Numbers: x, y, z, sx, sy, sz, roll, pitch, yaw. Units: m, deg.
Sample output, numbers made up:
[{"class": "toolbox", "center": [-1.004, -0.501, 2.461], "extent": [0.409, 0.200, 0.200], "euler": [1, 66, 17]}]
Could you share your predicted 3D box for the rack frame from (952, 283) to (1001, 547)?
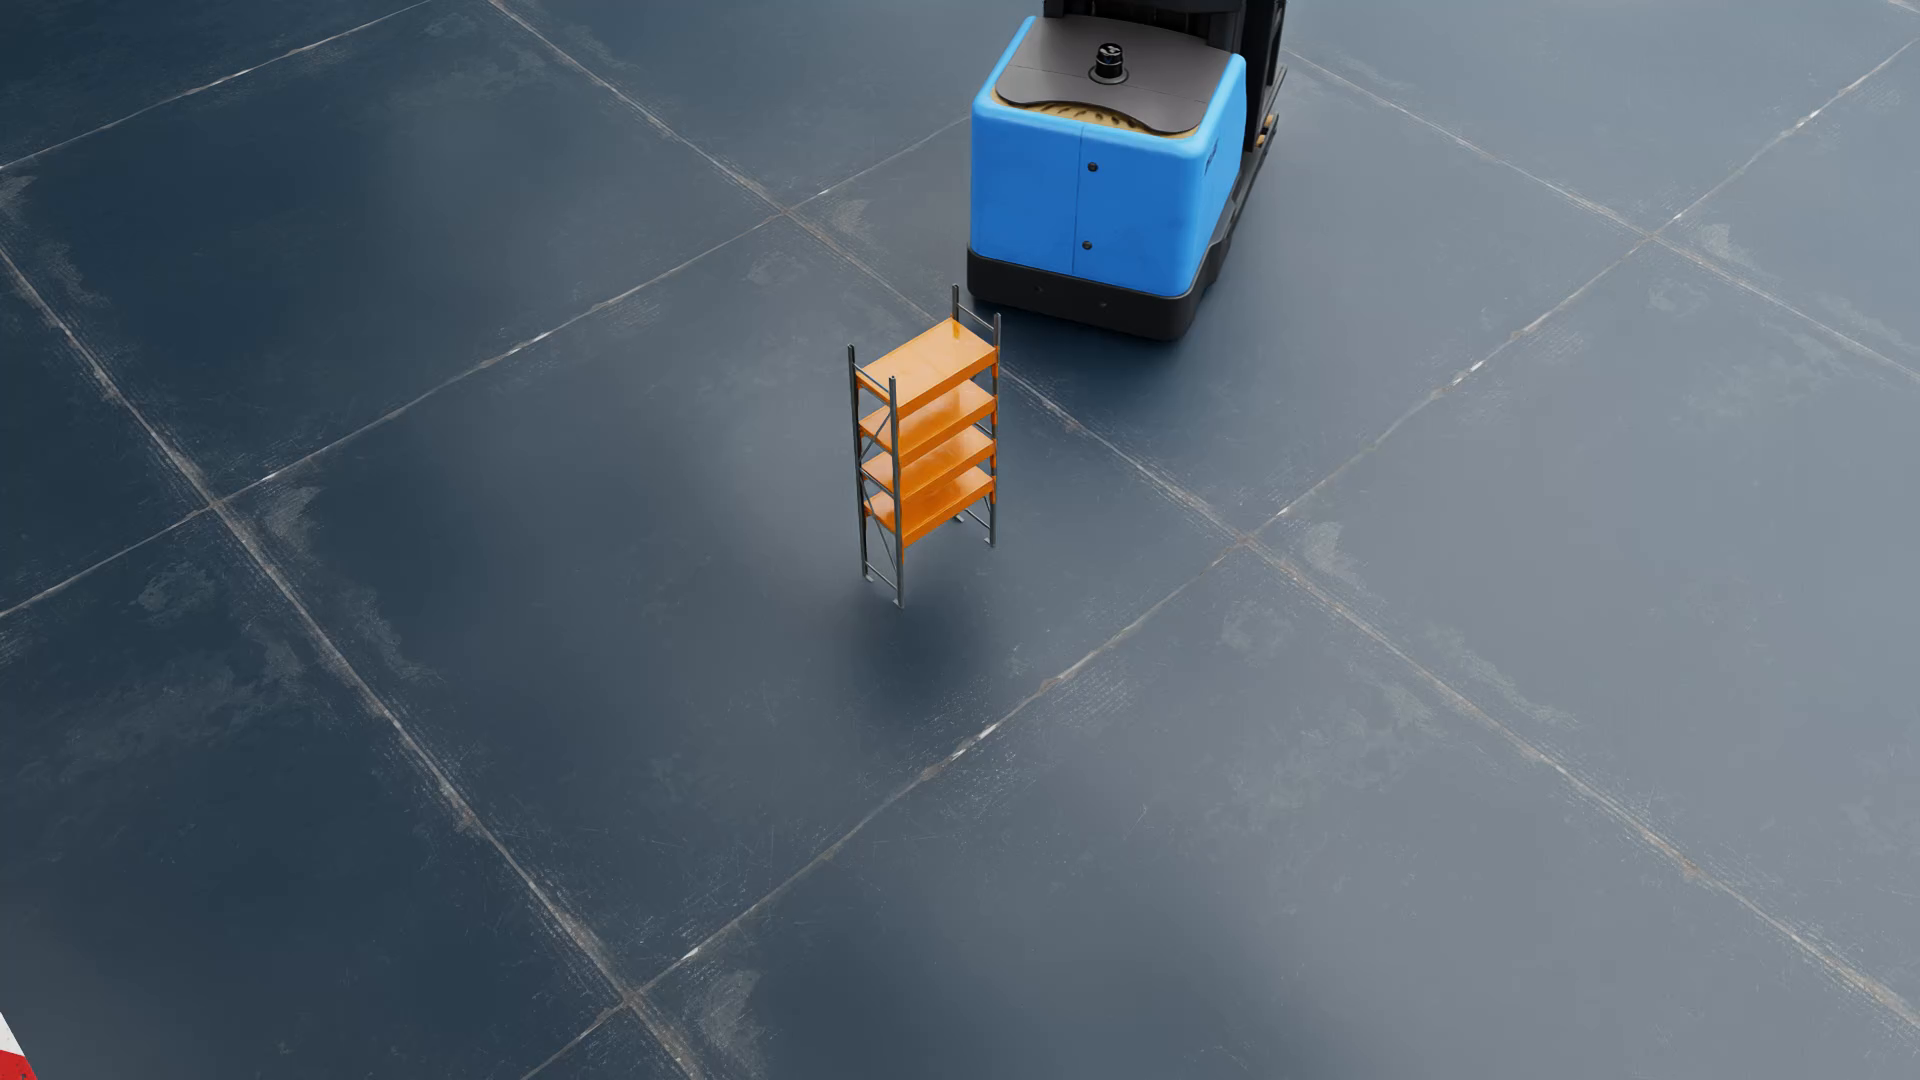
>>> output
[{"class": "rack frame", "center": [0.058, -0.446, 6.345], "extent": [0.015, 1.200, 0.240], "euler": [-34, 56, -27]}]

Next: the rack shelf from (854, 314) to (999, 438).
[{"class": "rack shelf", "center": [-0.122, -0.592, 5.945], "extent": [0.480, 0.148, 0.258], "euler": [-34, 56, -27]}]

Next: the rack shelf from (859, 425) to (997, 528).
[{"class": "rack shelf", "center": [-0.122, -0.279, 6.283], "extent": [0.480, 0.148, 0.258], "euler": [-34, 56, -27]}]

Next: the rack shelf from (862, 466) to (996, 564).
[{"class": "rack shelf", "center": [-0.122, -0.145, 6.429], "extent": [0.480, 0.148, 0.258], "euler": [-34, 56, -27]}]

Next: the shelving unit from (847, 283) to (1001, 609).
[{"class": "shelving unit", "center": [-0.122, -0.325, 6.234], "extent": [0.503, 1.200, 0.258], "euler": [-34, 56, -27]}]

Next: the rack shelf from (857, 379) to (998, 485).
[{"class": "rack shelf", "center": [-0.122, -0.431, 6.119], "extent": [0.480, 0.148, 0.258], "euler": [-34, 56, -27]}]

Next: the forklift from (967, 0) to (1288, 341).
[{"class": "forklift", "center": [1.009, -2.996, 7.520], "extent": [1.130, 2.935, 3.031], "euler": [15, 49, 13]}]

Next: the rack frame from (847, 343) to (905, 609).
[{"class": "rack frame", "center": [-0.303, -0.204, 6.122], "extent": [0.015, 1.200, 0.240], "euler": [-34, 56, -27]}]
